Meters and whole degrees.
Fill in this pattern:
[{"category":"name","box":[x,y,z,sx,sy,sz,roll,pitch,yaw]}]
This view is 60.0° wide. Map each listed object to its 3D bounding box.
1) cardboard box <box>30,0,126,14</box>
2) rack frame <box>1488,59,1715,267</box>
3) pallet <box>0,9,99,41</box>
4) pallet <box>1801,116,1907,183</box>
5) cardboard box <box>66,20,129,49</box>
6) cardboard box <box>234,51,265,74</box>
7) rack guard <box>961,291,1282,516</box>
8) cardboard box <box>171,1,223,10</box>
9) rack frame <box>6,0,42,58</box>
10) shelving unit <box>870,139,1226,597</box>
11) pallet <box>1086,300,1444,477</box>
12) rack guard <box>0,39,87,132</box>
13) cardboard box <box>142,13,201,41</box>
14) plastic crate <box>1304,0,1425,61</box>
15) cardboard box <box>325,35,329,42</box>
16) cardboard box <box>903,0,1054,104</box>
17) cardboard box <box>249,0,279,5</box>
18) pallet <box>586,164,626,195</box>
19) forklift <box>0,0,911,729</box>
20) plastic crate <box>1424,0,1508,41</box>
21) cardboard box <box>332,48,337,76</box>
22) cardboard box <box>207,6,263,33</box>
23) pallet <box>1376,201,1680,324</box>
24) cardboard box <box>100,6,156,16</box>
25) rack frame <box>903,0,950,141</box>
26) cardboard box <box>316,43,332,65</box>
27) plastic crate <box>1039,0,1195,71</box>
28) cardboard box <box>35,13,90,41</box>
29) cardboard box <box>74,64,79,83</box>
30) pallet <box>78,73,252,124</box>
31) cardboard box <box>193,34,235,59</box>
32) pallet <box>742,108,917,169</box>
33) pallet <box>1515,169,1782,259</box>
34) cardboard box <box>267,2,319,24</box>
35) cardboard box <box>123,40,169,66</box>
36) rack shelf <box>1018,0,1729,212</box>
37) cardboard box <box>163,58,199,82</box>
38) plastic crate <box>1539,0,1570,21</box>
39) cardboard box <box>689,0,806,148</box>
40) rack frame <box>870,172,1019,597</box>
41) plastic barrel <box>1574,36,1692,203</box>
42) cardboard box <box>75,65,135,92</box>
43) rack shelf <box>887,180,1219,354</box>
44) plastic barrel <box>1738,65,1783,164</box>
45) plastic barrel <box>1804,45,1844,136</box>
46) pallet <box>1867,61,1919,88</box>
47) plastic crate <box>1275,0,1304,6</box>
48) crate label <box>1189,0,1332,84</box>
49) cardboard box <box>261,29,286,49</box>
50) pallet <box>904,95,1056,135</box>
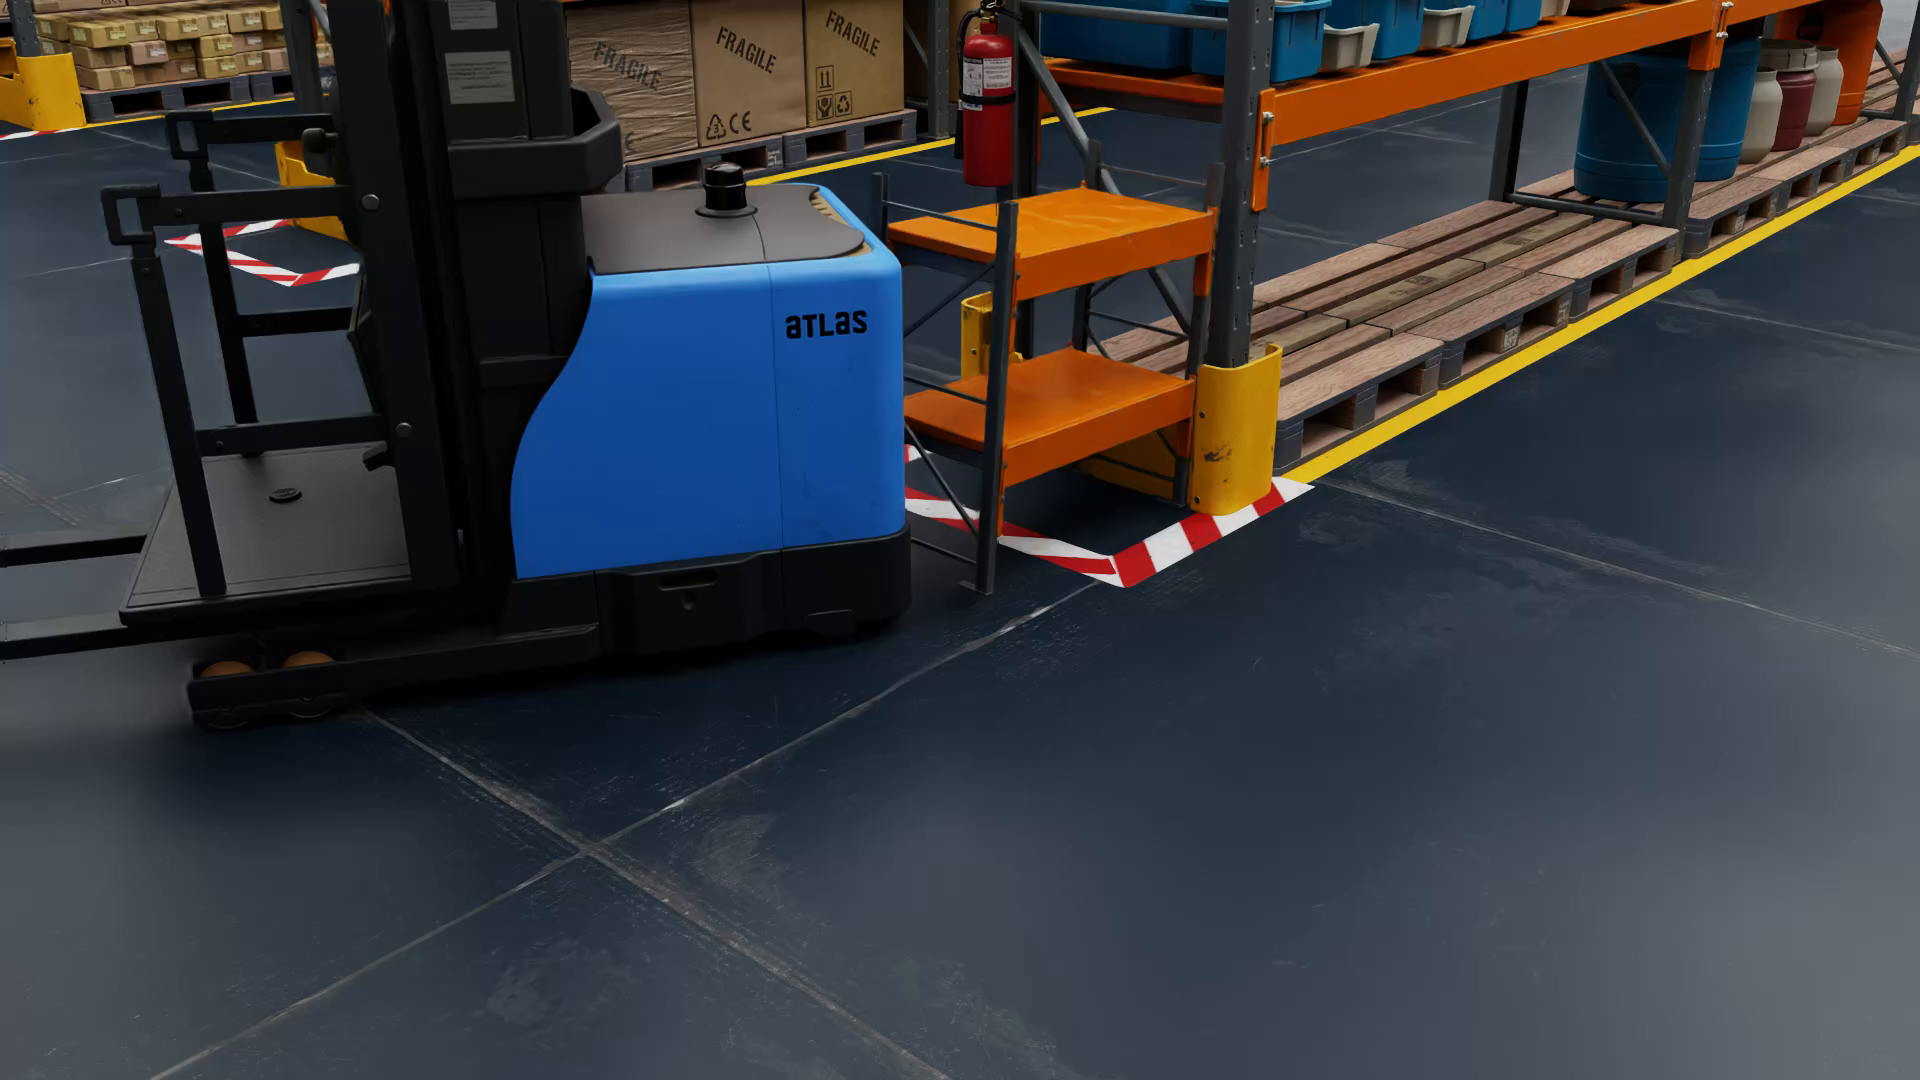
[{"category":"cardboard box","box":[-8.960,-5.523,16.521,0.875,0.438,0.875,19,30,36]},{"category":"rack frame","box":[3.204,-2.877,8.001,1.000,3.000,0.127,20,31,38]},{"category":"pallet","box":[-9.244,-5.080,16.321,1.003,0.211,1.213,20,31,38]},{"category":"pallet","box":[5.379,-2.572,10.729,1.003,0.211,1.213,20,31,38]},{"category":"cardboard box","box":[-6.177,-3.625,11.913,0.380,0.149,0.250,18,30,35]},{"category":"cardboard box","box":[-5.566,-3.691,12.786,0.380,0.149,0.250,20,31,38]},{"category":"rack guard","box":[0.528,-0.507,5.770,1.175,0.500,0.348,20,31,38]},{"category":"cardboard box","box":[-5.969,-4.122,13.021,0.380,0.149,0.250,22,32,39]},{"category":"rack frame","box":[-6.780,-4.396,11.389,1.000,3.000,0.127,20,31,38]},{"category":"shelving unit","box":[0.253,-0.566,5.061,0.538,1.125,1.048,21,28,36]},{"category":"pallet","box":[1.114,-0.627,6.390,1.003,0.211,1.213,20,31,38]},{"category":"rack guard","box":[-6.729,-3.279,11.952,1.175,0.500,0.348,20,31,38]},{"category":"cardboard box","box":[-5.819,-3.784,12.267,0.380,0.149,0.250,20,31,37]},{"category":"plastic crate","box":[1.384,-1.796,5.720,0.416,0.233,0.300,20,31,38]},{"category":"cardboard box","box":[-5.011,-4.078,13.286,0.380,0.149,0.250,18,30,35]},{"category":"cardboard box","box":[-0.072,-3.652,11.813,1.225,0.875,0.875,20,31,38]},{"category":"cardboard box","box":[-5.557,-4.260,13.328,0.380,0.149,0.250,20,31,38]},{"category":"pallet","box":[-2.679,-2.004,9.461,1.003,0.211,1.213,20,31,38]},{"category":"forklift","box":[-1.712,-1.102,4.126,3.031,2.935,1.130,-7,25,-15]},{"category":"plastic crate","box":[1.823,-1.996,6.167,0.416,0.233,0.300,20,31,38]},{"category":"cardboard box","box":[-2.786,-2.450,9.132,0.875,0.875,0.875,20,31,38]},{"category":"cardboard box","box":[-5.523,-3.964,12.669,0.380,0.149,0.250,22,32,39]},{"category":"pallet","box":[2.742,-1.370,8.048,1.003,0.211,1.213,20,31,38]},{"category":"cardboard box","box":[-6.327,-3.963,12.668,0.380,0.149,0.250,19,31,36]},{"category":"rack frame","box":[-0.484,-4.230,11.018,1.000,3.000,0.127,20,31,38]},{"category":"cardboard box","box":[-5.170,-3.834,13.106,0.380,0.149,0.250,20,31,38]},{"category":"plastic crate","box":[0.619,-1.855,5.605,0.616,0.435,0.499,20,31,38]},{"category":"cardboard box","box":[-6.616,-3.789,12.278,0.380,0.149,0.250,21,31,38]},{"category":"cardboard box","box":[-6.584,-3.504,12.371,0.380,0.149,0.250,21,31,38]},{"category":"pallet","box":[-6.161,-3.385,12.541,1.003,0.211,1.213,20,31,38]},{"category":"cardboard box","box":[-5.665,-3.728,12.505,0.380,0.149,0.250,21,32,39]},{"category":"pallet","box":[-1.050,-2.747,11.119,1.003,0.211,1.213,20,31,38]},{"category":"pallet","box":[3.750,-1.829,9.071,1.003,0.211,1.213,20,31,38]},{"category":"cardboard box","box":[-5.217,-4.134,13.049,0.380,0.149,0.250,20,31,38]},{"category":"cardboard box","box":[-6.014,-3.580,12.177,0.380,0.149,0.250,20,31,37]},{"category":"rack shelf","box":[1.869,-1.940,6.789,1.077,0.370,4.000,20,31,38]},{"category":"cardboard box","box":[-5.918,-3.539,12.448,0.380,0.149,0.250,21,31,38]},{"category":"plastic crate","box":[2.266,-2.172,6.677,0.293,0.136,0.466,20,31,38]},{"category":"cardboard box","box":[-1.585,-2.999,10.355,0.875,0.875,0.875,20,31,38]},{"category":"rack frame","box":[-0.075,-0.431,4.697,0.500,1.125,0.032,21,28,36]},{"category":"plastic barrel","box":[3.580,-2.273,8.704,0.600,0.901,0.708,20,31,38]},{"category":"cardboard box","box":[-6.192,-3.359,12.047,0.380,0.149,0.250,21,32,39]},{"category":"rack shelf","box":[0.268,-0.835,4.948,0.538,0.278,1.000,21,28,36]},{"category":"plastic barrel","box":[4.496,-2.458,9.594,0.421,0.512,0.421,0,24,0]},{"category":"plastic barrel","box":[5.250,-2.802,10.361,0.421,0.512,0.421,0,24,0]},{"category":"pallet","box":[7.234,-3.419,12.618,1.003,0.211,1.213,20,31,38]},{"category":"plastic crate","box":[1.148,-1.948,6.177,0.396,0.136,0.243,20,31,38]},{"category":"crate label","box":[0.944,-1.595,5.272,0.416,0.233,0.303,20,31,38]},{"category":"cardboard box","box":[-5.408,-3.928,12.953,0.380,0.149,0.250,22,32,40]},{"category":"pallet","box":[-0.025,-3.213,12.158,1.003,0.211,1.213,20,31,38]}]
